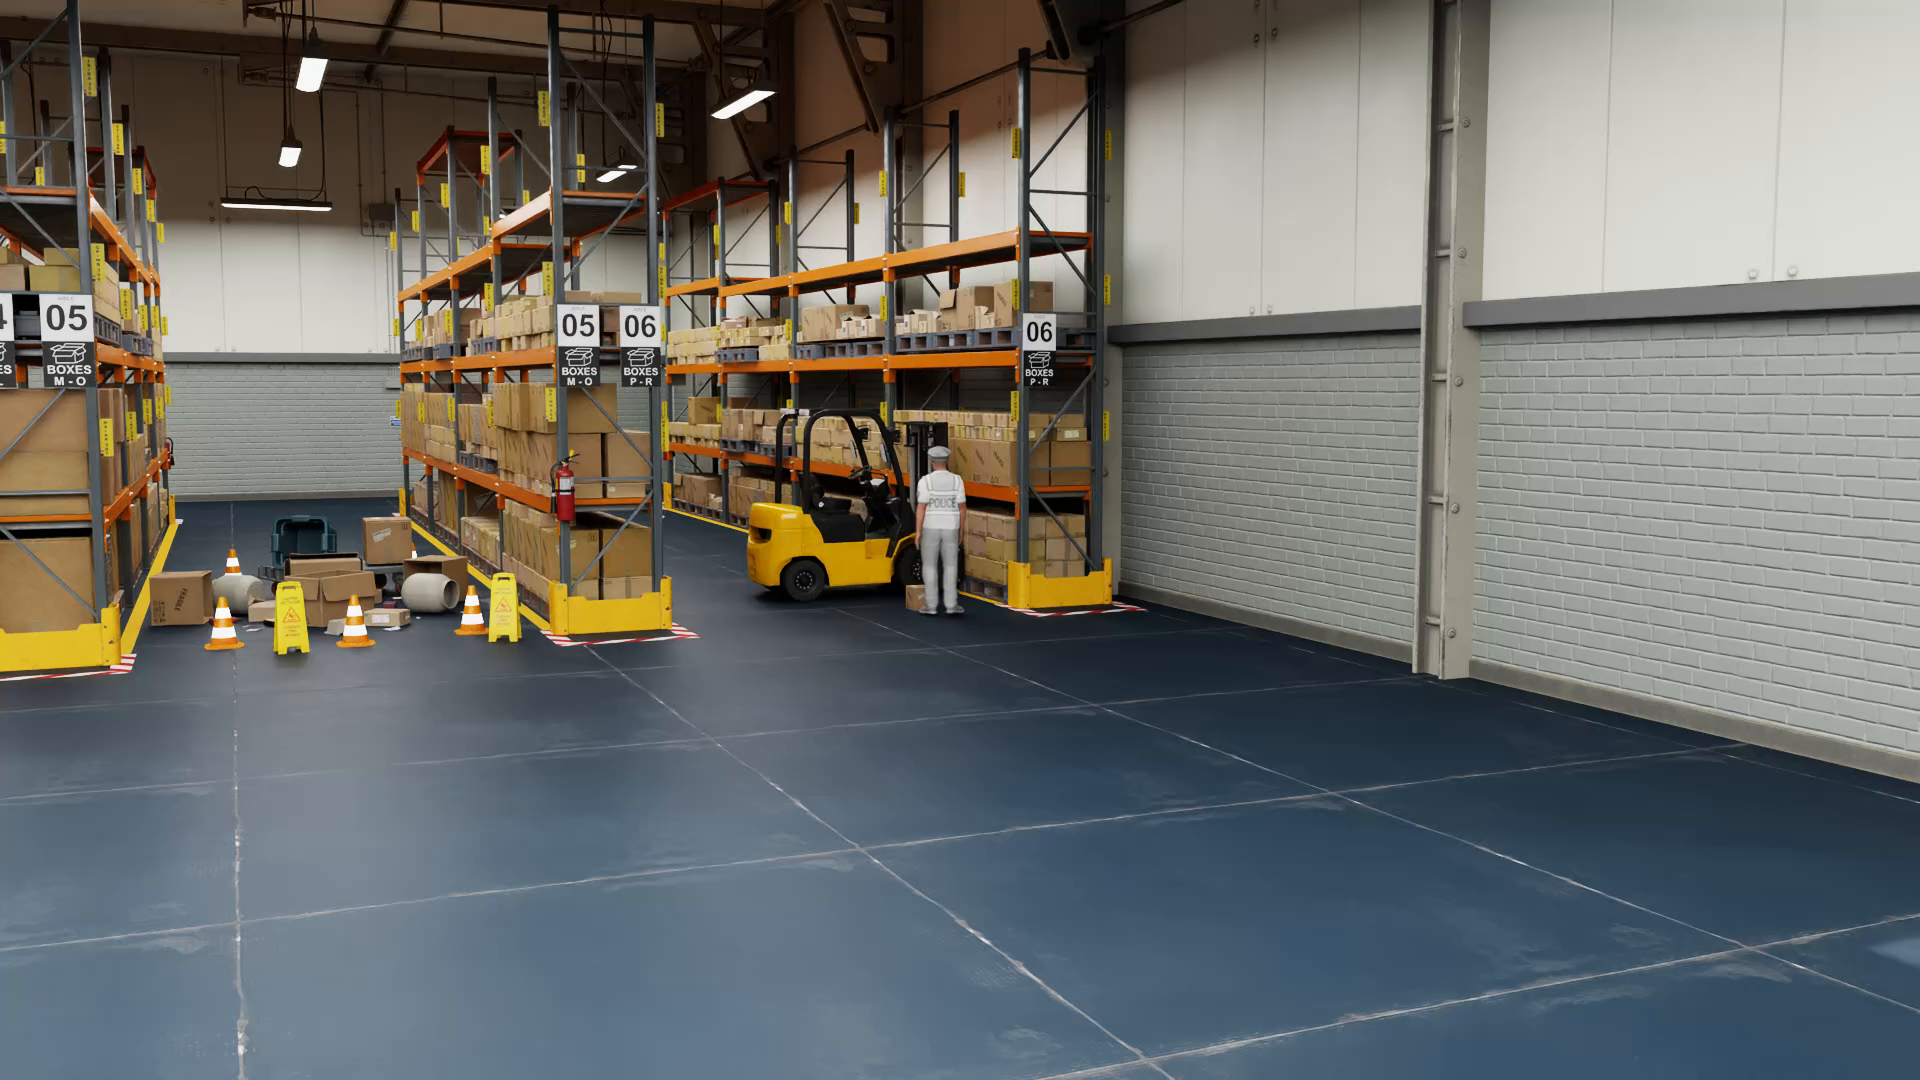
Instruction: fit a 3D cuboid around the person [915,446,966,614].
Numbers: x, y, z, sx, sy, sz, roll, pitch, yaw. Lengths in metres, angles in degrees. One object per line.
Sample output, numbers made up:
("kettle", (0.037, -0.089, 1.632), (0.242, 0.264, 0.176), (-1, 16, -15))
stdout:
("person", (-0.214, -0.102, 17.522), (0.564, 1.778, 0.419), (-2, 6, -16))
